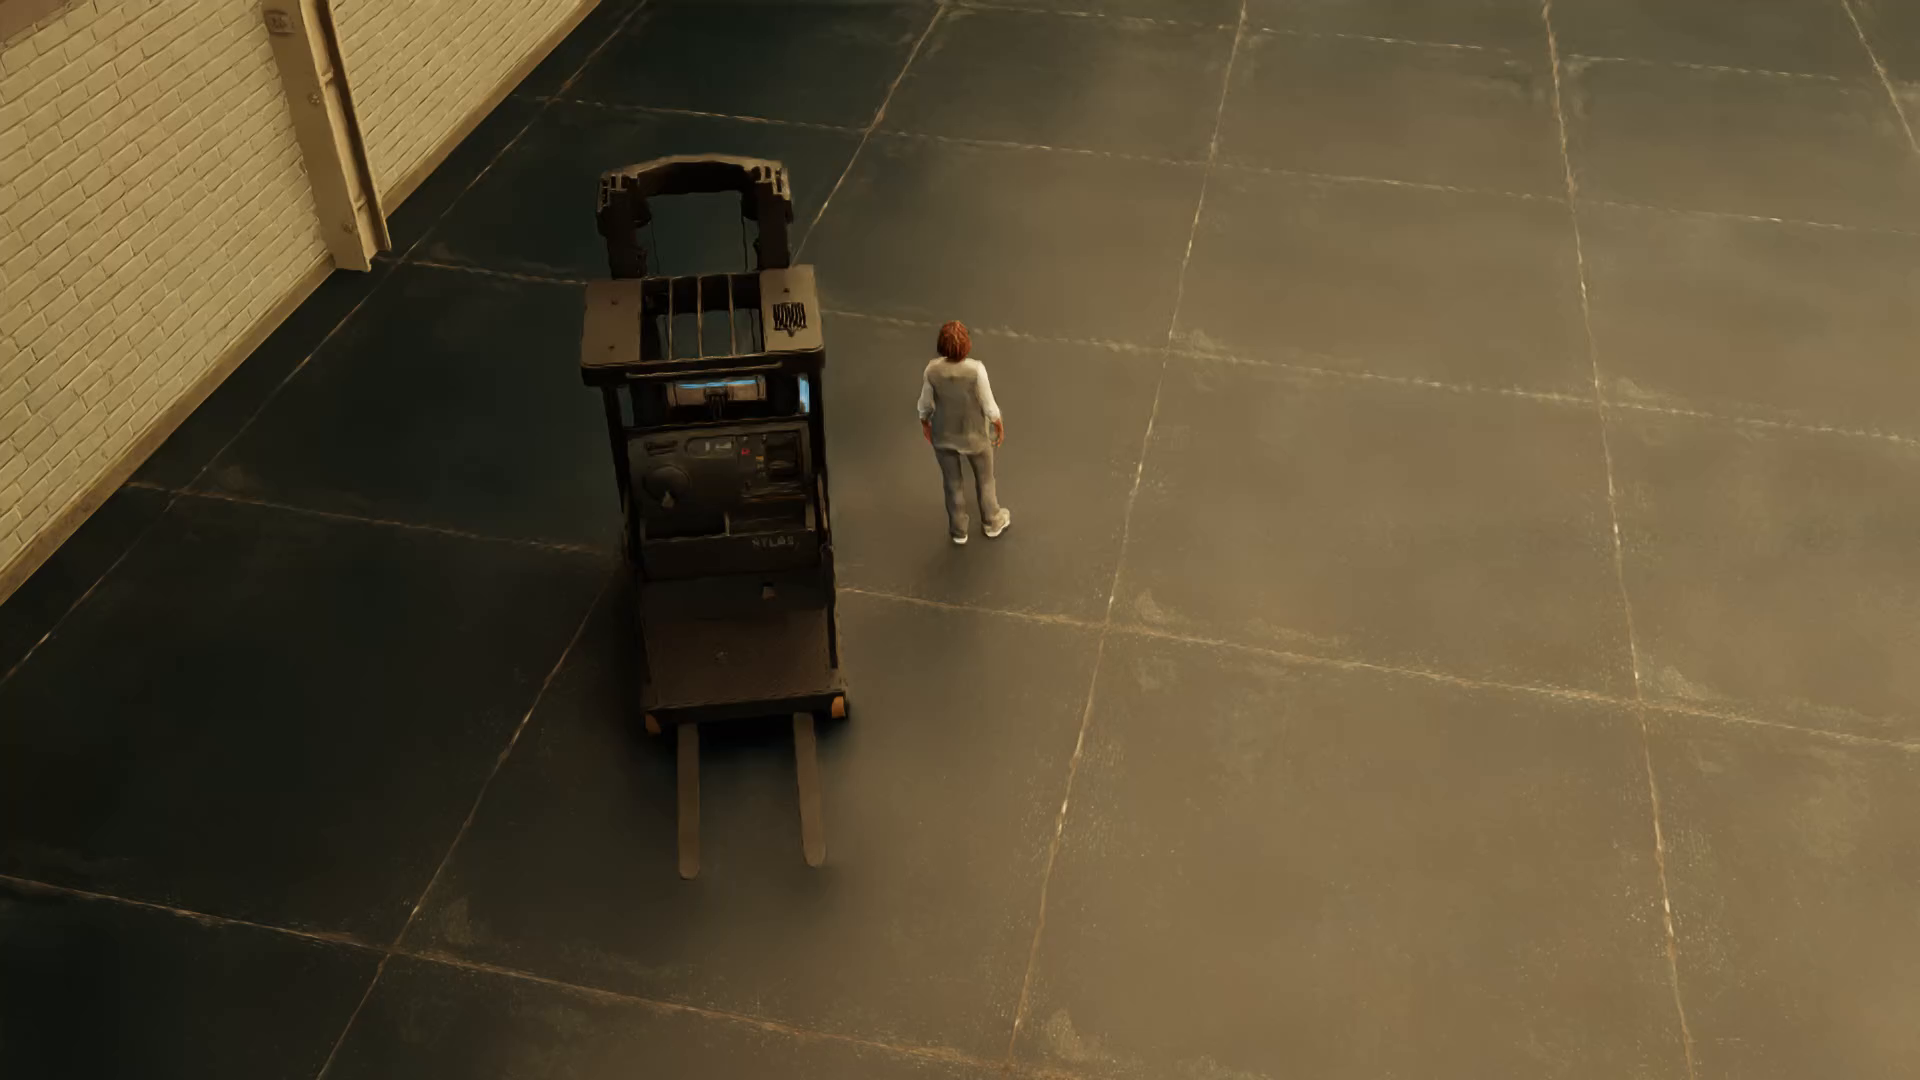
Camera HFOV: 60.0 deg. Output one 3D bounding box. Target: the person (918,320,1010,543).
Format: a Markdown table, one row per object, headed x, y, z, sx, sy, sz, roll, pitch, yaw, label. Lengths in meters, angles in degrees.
| x | y | z | sx | sy | sz | roll | pitch | yaw | label |
| --- | --- | --- | --- | --- | --- | --- | --- | --- | --- |
| 0.029 | -0.665 | 9.886 | 0.521 | 1.597 | 0.474 | 8 | 40 | 9 | person |

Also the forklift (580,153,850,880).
| x | y | z | sx | sy | sz | roll | pitch | yaw | label |
| --- | --- | --- | --- | --- | --- | --- | --- | --- | --- |
| -1.207 | -0.307 | 8.417 | 1.130 | 2.935 | 3.031 | -5 | 40 | -6 | forklift |
